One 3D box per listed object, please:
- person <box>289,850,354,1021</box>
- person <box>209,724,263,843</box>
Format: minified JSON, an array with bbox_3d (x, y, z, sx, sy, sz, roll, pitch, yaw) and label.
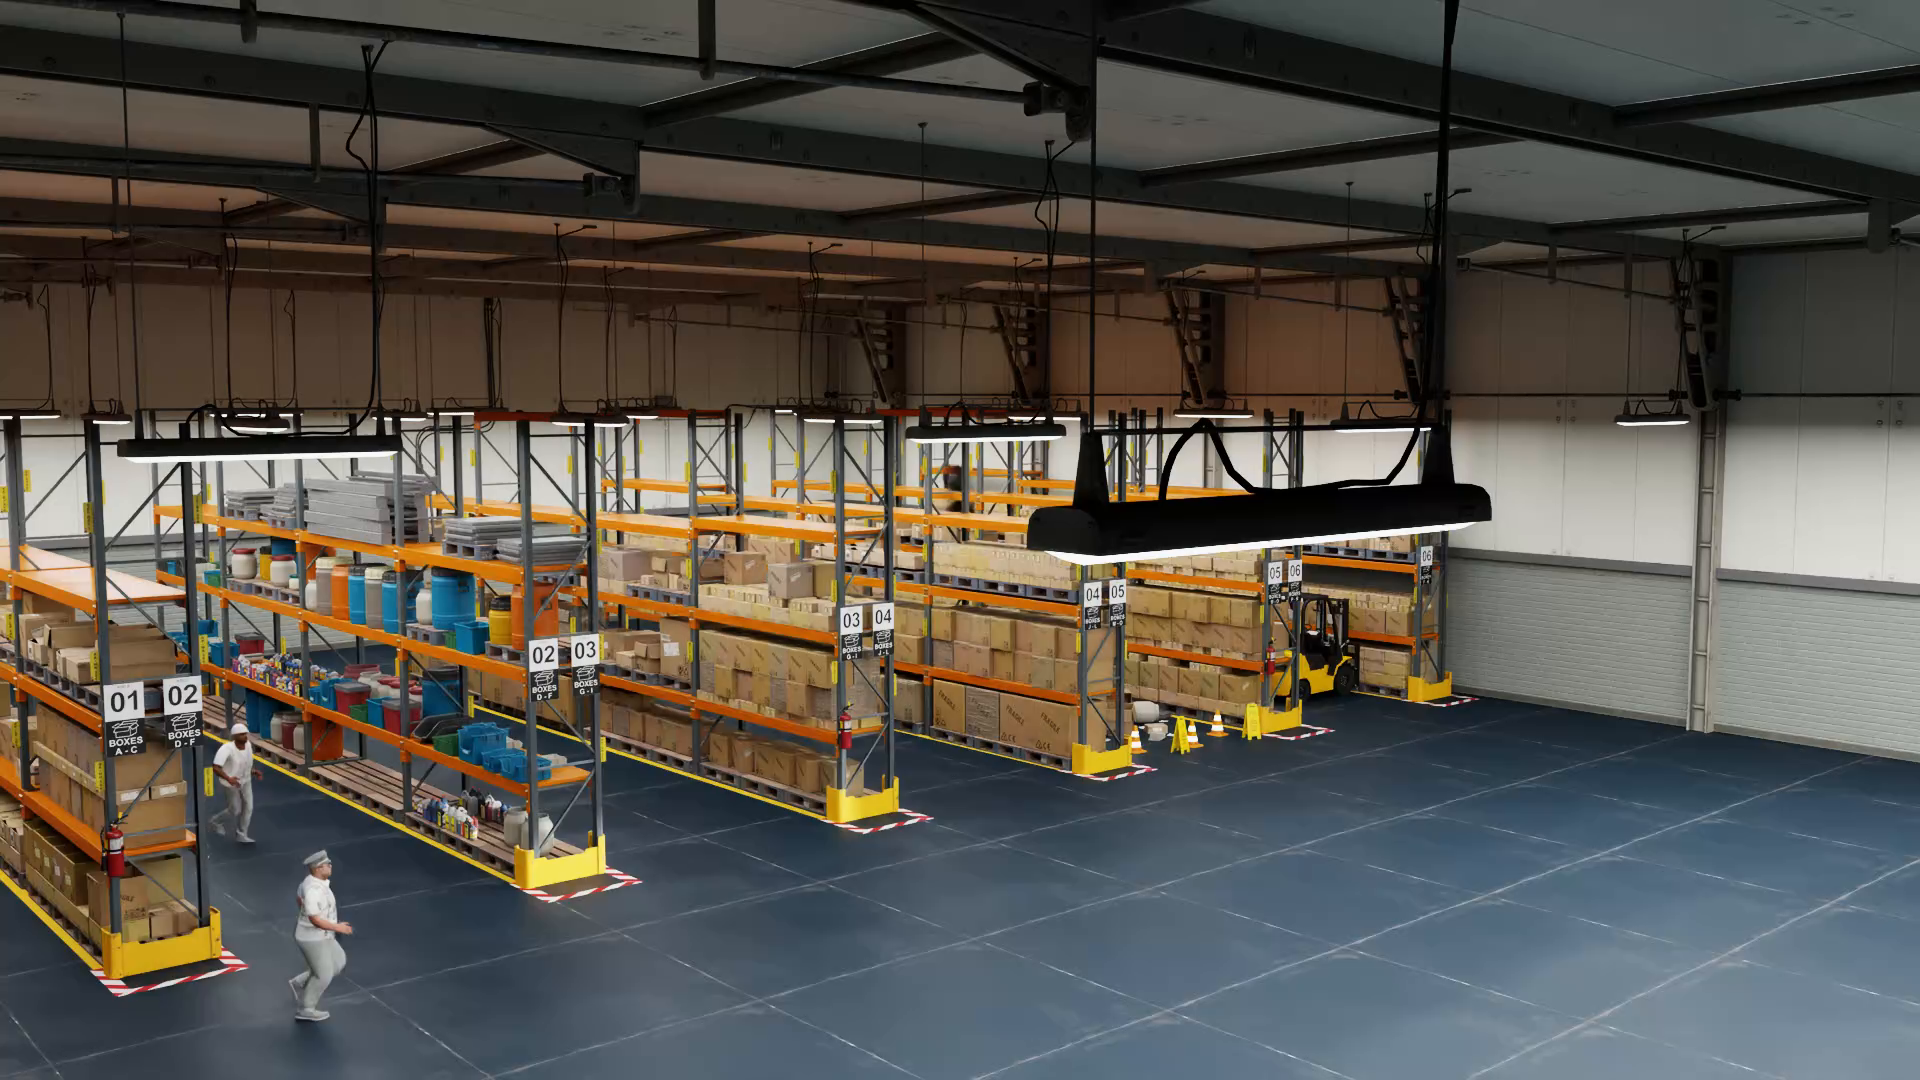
[{"bbox_3d":[-6.485,3.998,16.858,0.640,1.724,0.644,-2,5,-19],"label":"person"},{"bbox_3d":[-10.287,3.421,23.475,0.736,1.712,0.704,3,6,27],"label":"person"}]
